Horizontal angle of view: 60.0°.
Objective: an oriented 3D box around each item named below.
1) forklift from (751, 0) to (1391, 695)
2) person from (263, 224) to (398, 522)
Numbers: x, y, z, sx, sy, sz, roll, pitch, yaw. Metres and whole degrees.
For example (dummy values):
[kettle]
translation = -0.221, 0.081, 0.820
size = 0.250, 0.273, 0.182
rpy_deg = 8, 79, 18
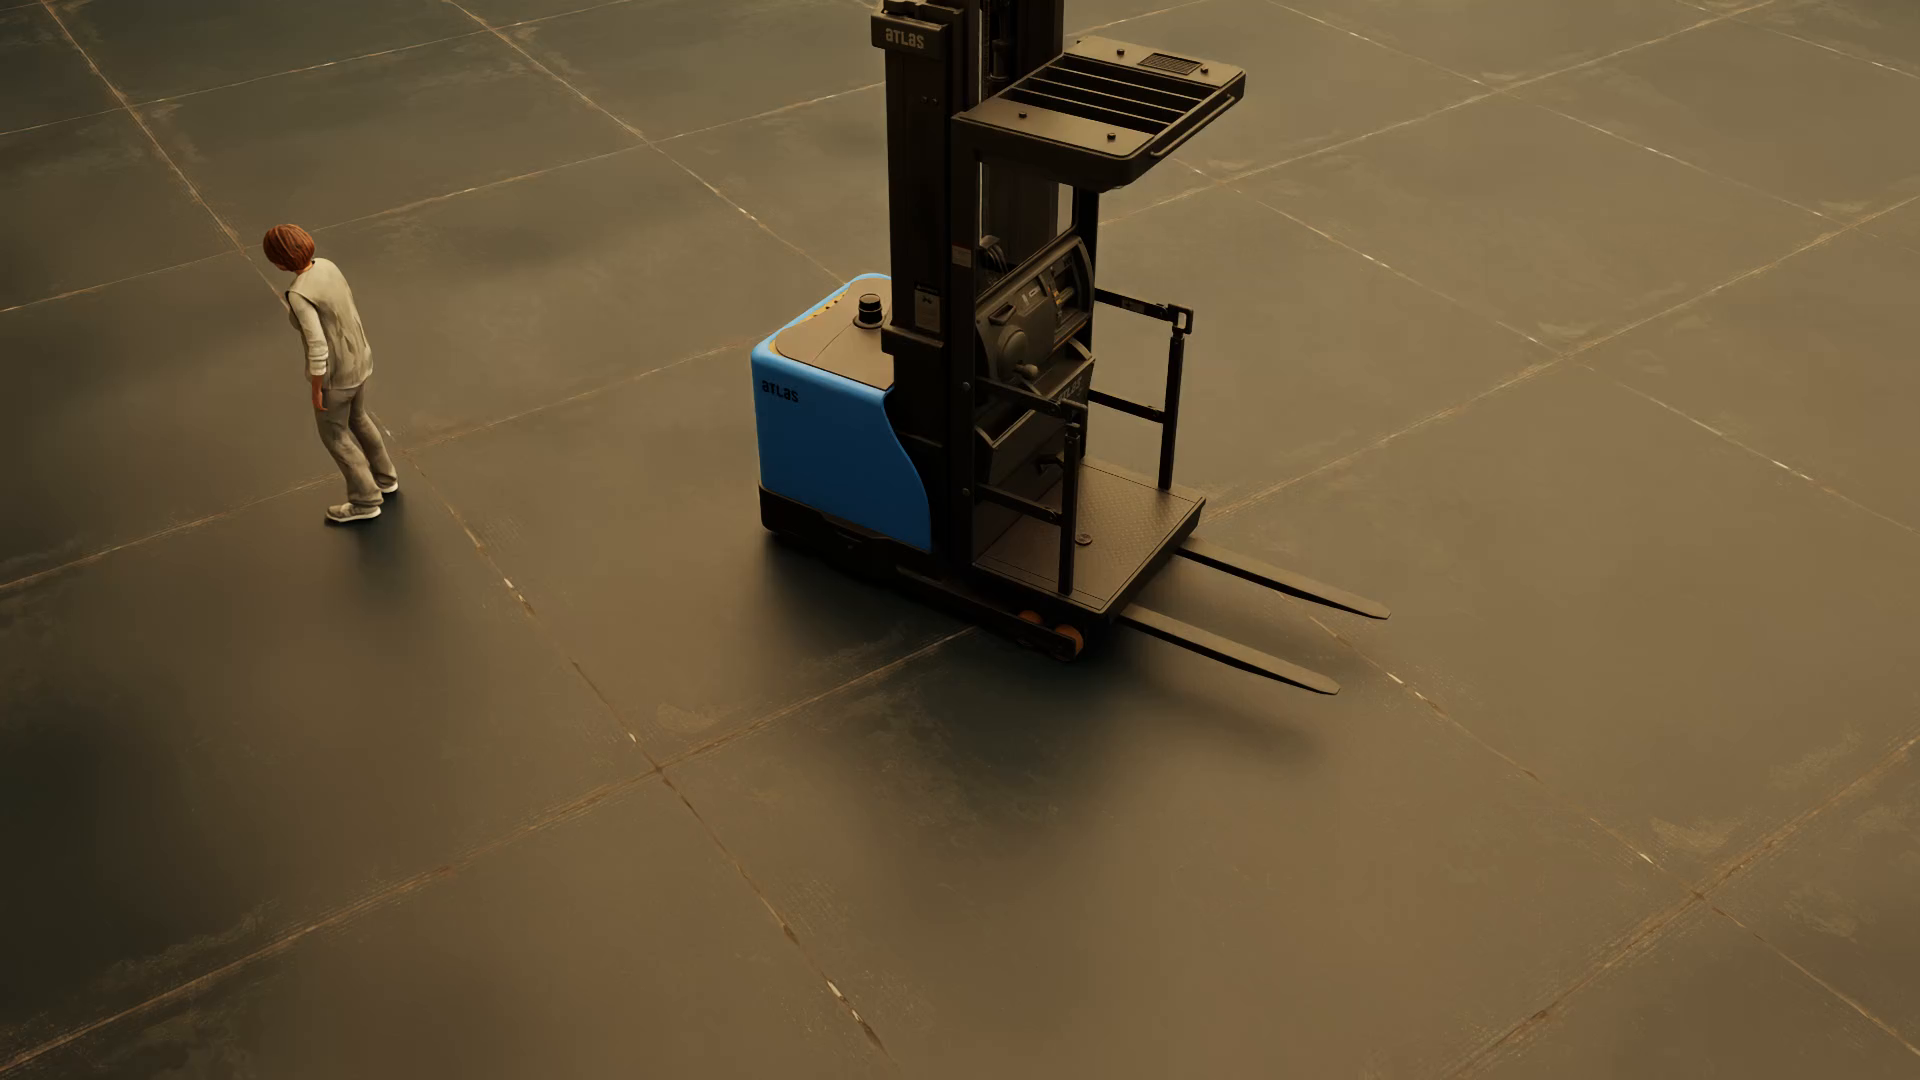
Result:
[forklift]
translation = 0.514, -0.985, 7.276
size = 3.031, 2.935, 1.130
rpy_deg = 21, 41, 26
[person]
translation = -3.074, -0.821, 8.184
size = 0.345, 1.591, 0.459
rpy_deg = 3, 37, 5
